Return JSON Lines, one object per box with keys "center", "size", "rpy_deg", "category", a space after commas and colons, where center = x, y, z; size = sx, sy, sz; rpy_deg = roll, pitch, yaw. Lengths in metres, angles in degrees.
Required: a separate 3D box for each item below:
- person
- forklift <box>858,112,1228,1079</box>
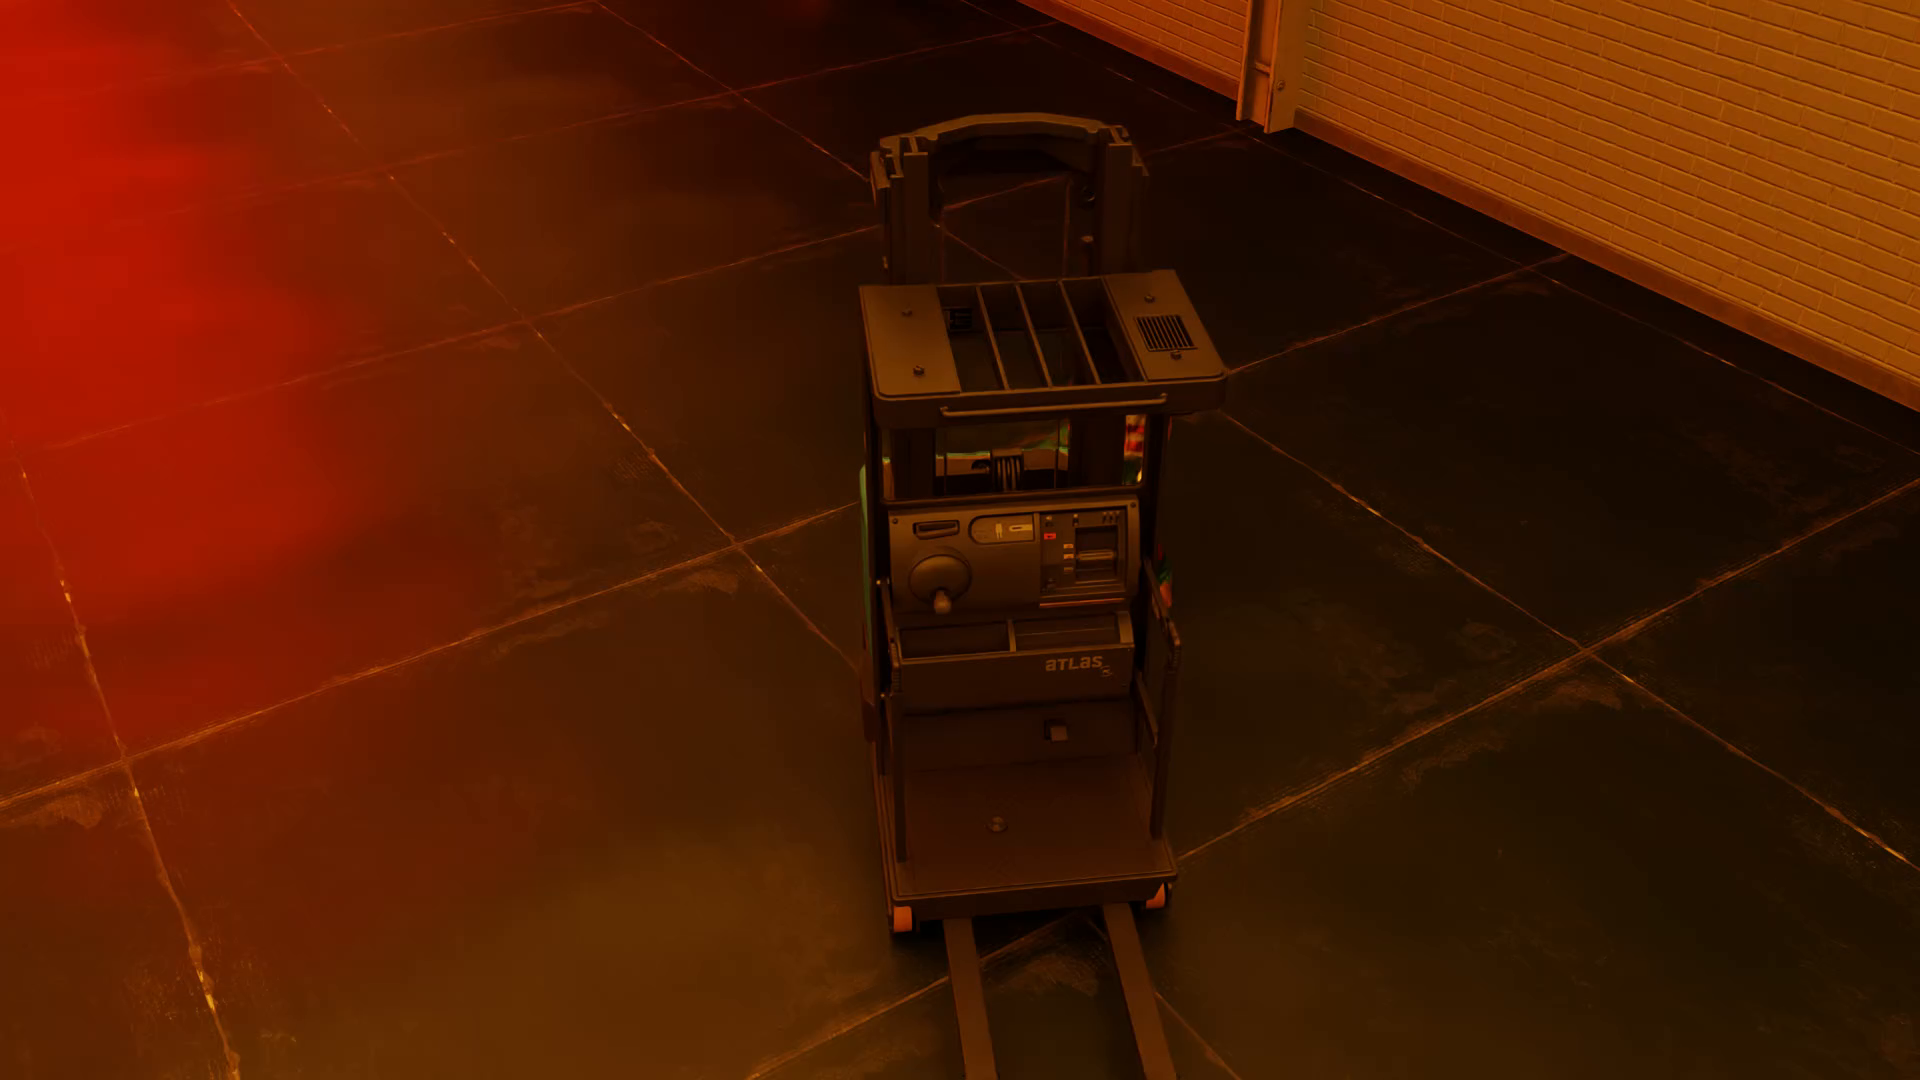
{"center": [0.702, -0.485, 7.953], "size": [0.600, 1.669, 0.968], "rpy_deg": [-17, 38, -22], "category": "person"}
{"center": [0.233, 0.122, 5.974], "size": [1.130, 2.935, 3.031], "rpy_deg": [-4, 35, -6], "category": "forklift"}
